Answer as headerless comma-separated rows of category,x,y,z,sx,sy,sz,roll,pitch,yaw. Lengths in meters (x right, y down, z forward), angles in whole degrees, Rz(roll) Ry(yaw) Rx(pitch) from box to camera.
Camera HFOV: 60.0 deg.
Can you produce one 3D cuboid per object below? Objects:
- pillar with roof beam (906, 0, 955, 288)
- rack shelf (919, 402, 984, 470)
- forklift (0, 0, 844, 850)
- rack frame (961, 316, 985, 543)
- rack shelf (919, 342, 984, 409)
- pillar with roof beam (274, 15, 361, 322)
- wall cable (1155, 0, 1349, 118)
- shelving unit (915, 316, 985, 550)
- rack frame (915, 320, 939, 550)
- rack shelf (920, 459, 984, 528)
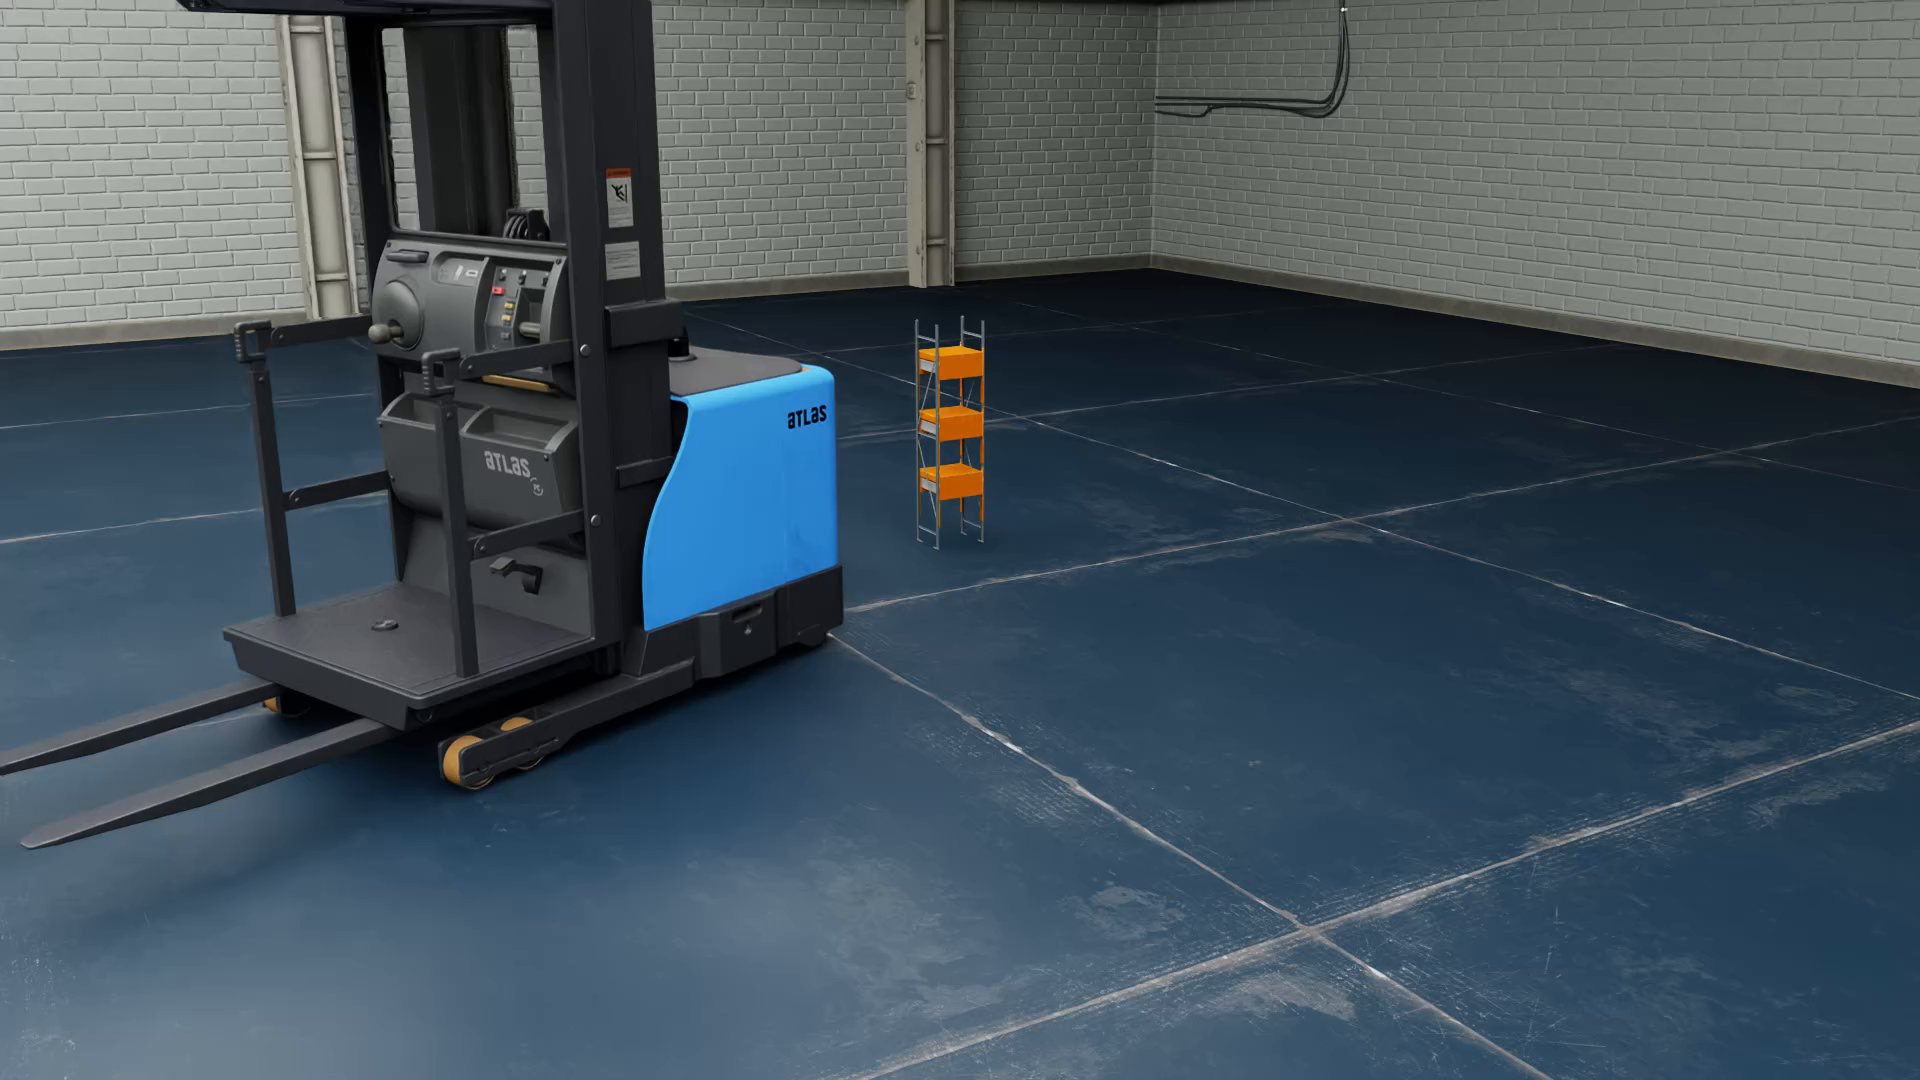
pillar with roof beam,1.917,-6.011,12.681,0.400,9.000,9.100,-9,18,-30
rack shelf,-0.046,-0.488,7.744,0.240,0.259,0.215,-9,18,-30
forklift,-1.743,-0.787,5.286,1.130,2.935,3.031,11,19,35
rack frame,0.059,-0.515,7.802,0.008,1.050,0.200,-9,18,-30
rack shelf,-0.046,-0.761,7.668,0.240,0.259,0.215,-9,18,-30
pillar with roof beam,-3.226,-5.177,9.706,0.400,9.000,9.100,-9,18,-30
wall cable,2.906,-5.615,17.023,0.112,2.526,3.097,-9,18,-30
shelving unit,-0.046,-0.498,7.742,0.252,1.050,0.215,-9,18,-30
rack frame,-0.150,-0.481,7.681,0.008,1.050,0.200,-9,18,-30
rack shelf,-0.046,-0.220,7.819,0.240,0.259,0.215,-9,18,-30
